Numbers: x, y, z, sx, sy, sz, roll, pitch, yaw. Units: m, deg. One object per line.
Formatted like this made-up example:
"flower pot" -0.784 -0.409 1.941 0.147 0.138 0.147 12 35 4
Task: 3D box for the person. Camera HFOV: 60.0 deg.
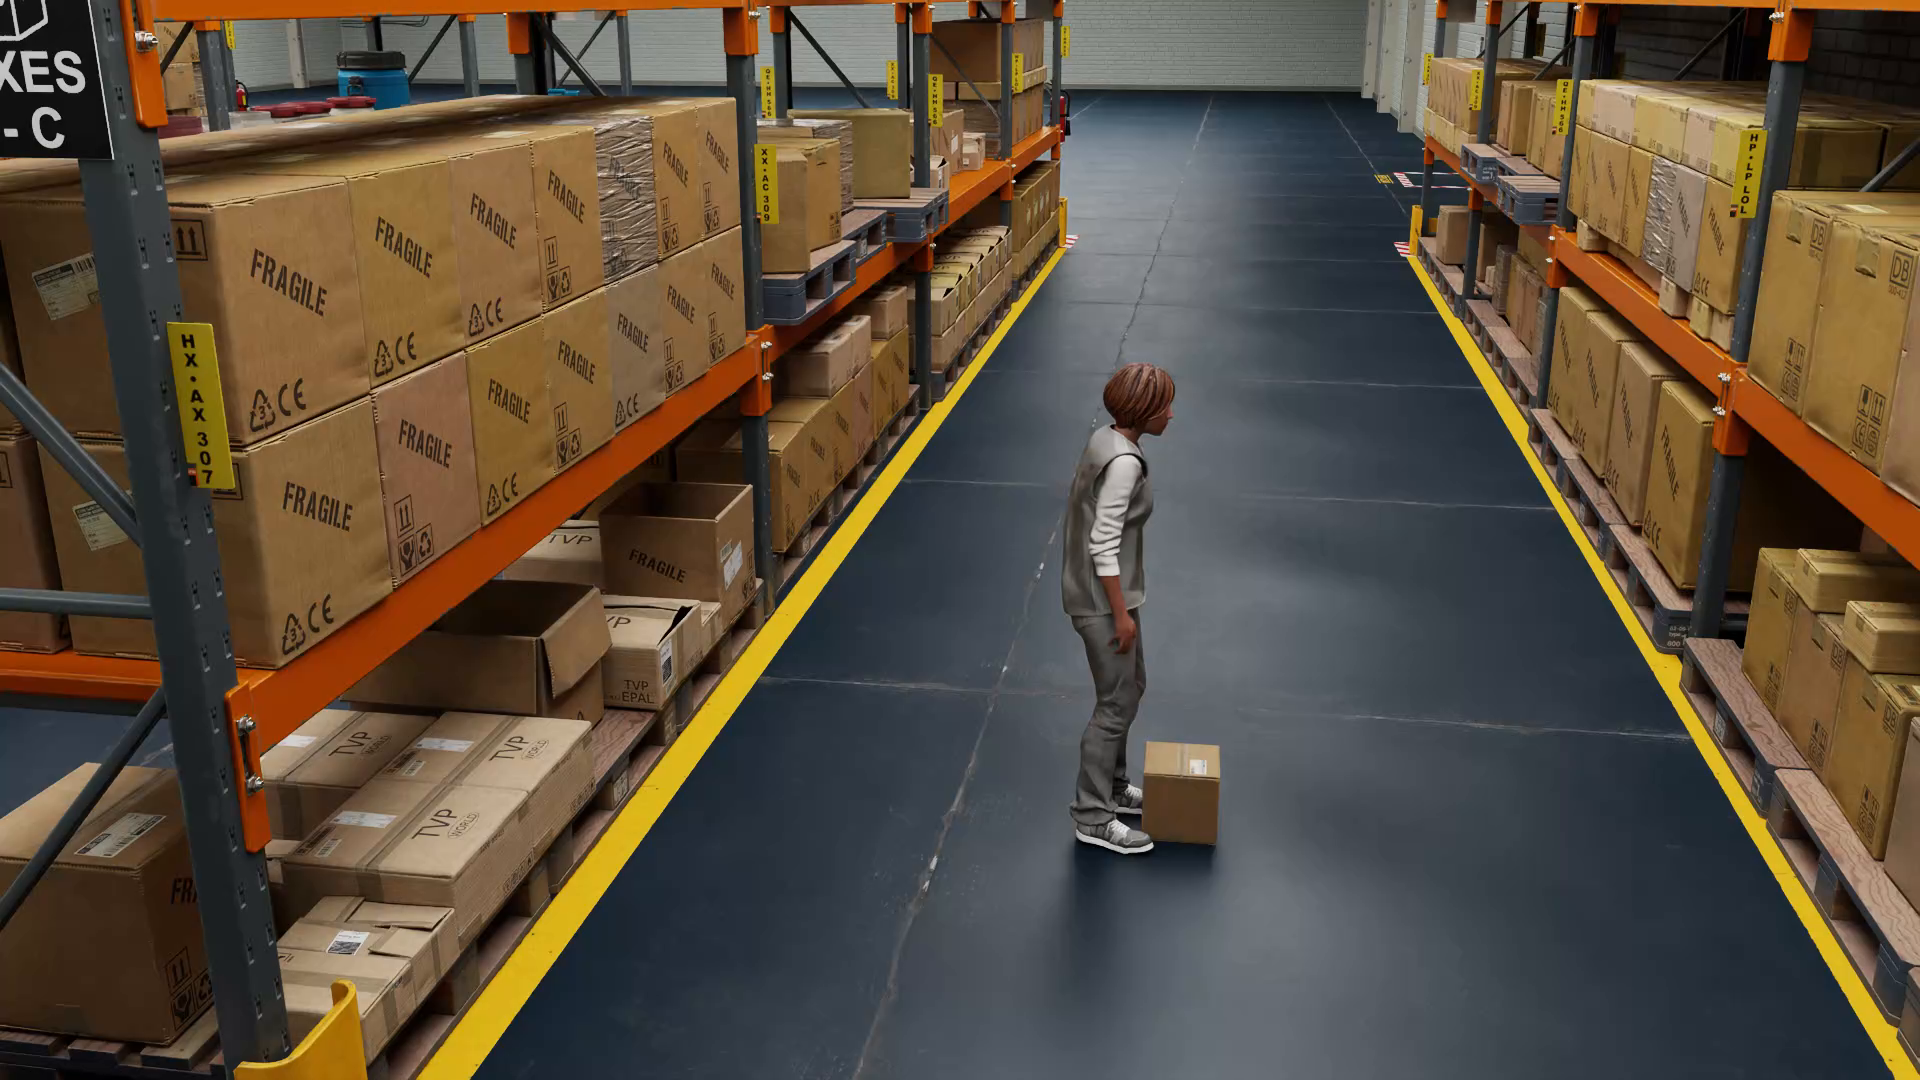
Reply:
"person" 0.518 0.229 5.451 0.377 1.546 0.480 2 18 5
